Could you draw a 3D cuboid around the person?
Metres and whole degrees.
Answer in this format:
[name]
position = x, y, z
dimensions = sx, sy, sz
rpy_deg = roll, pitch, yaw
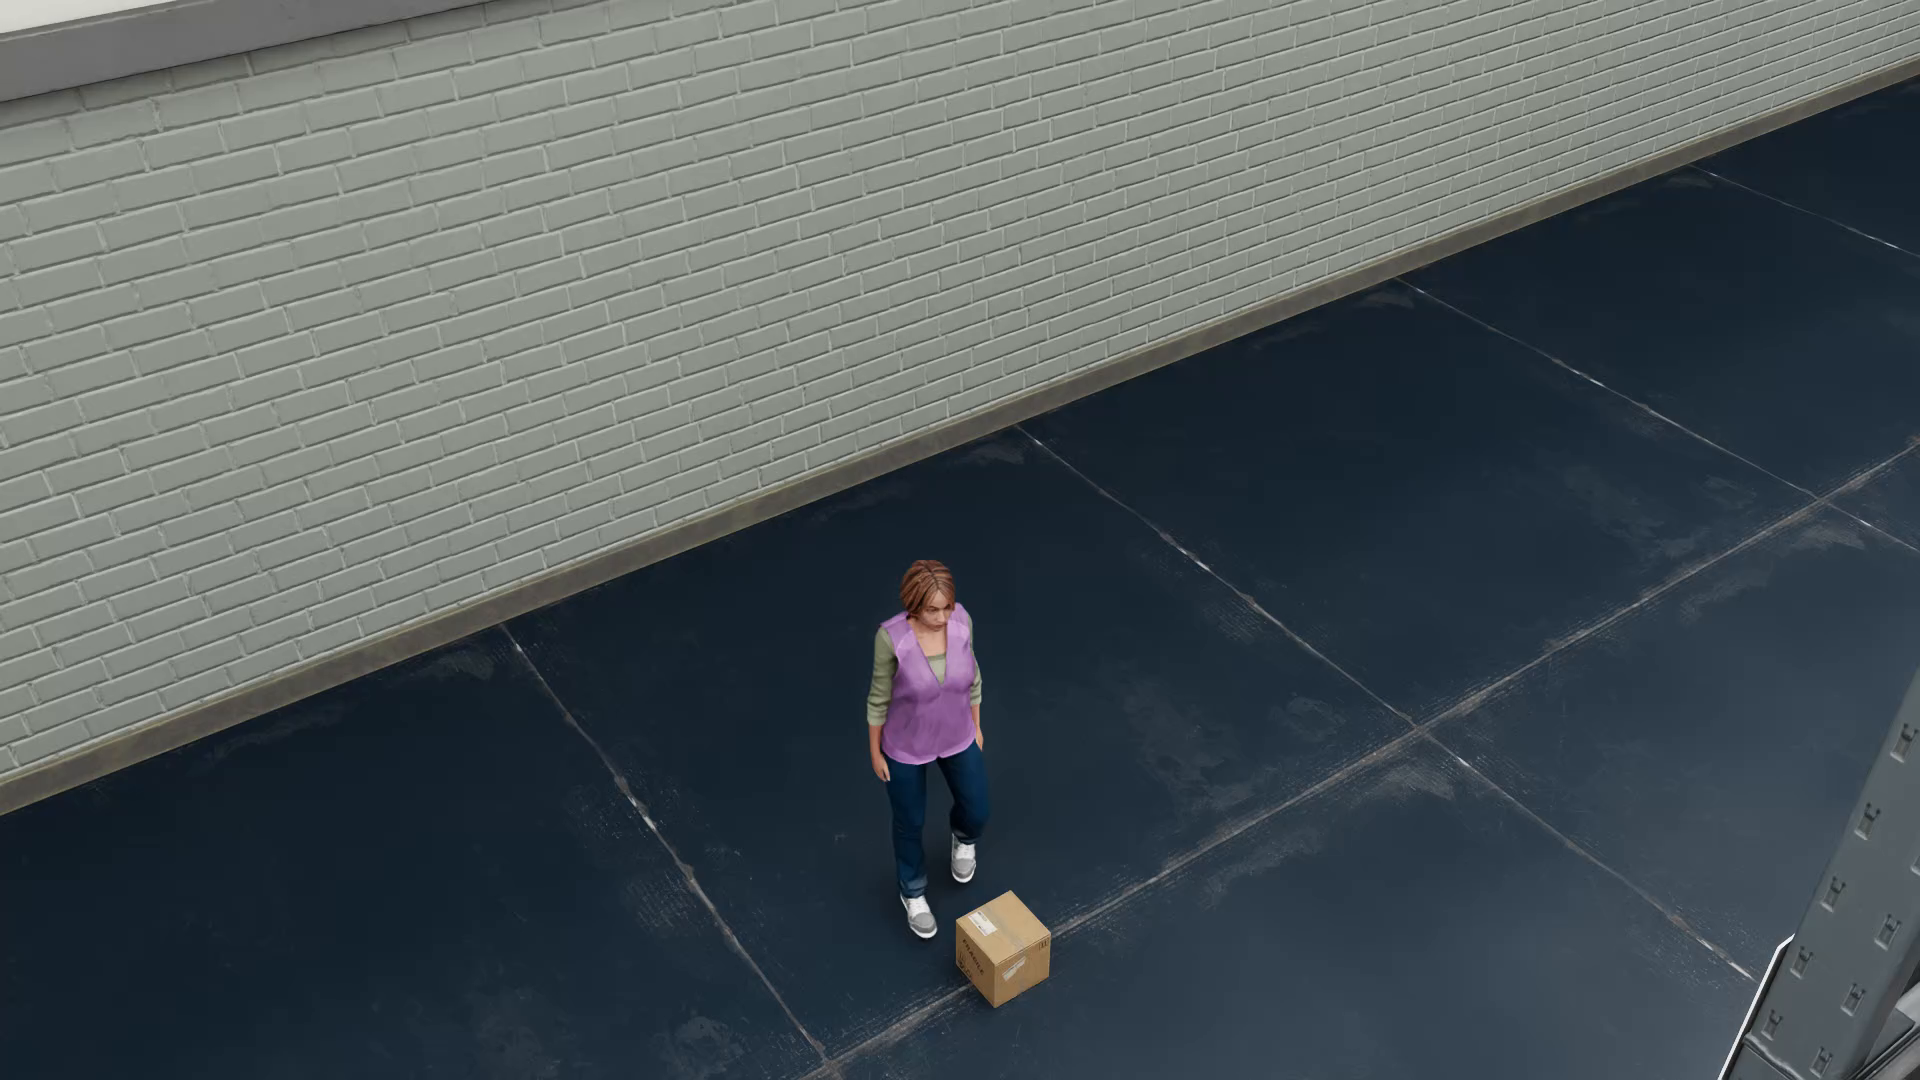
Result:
[person]
position = -3.239, 2.481, 2.363
dimensions = 9.158, 3.193, 5.598
rpy_deg = -13, 39, -17
